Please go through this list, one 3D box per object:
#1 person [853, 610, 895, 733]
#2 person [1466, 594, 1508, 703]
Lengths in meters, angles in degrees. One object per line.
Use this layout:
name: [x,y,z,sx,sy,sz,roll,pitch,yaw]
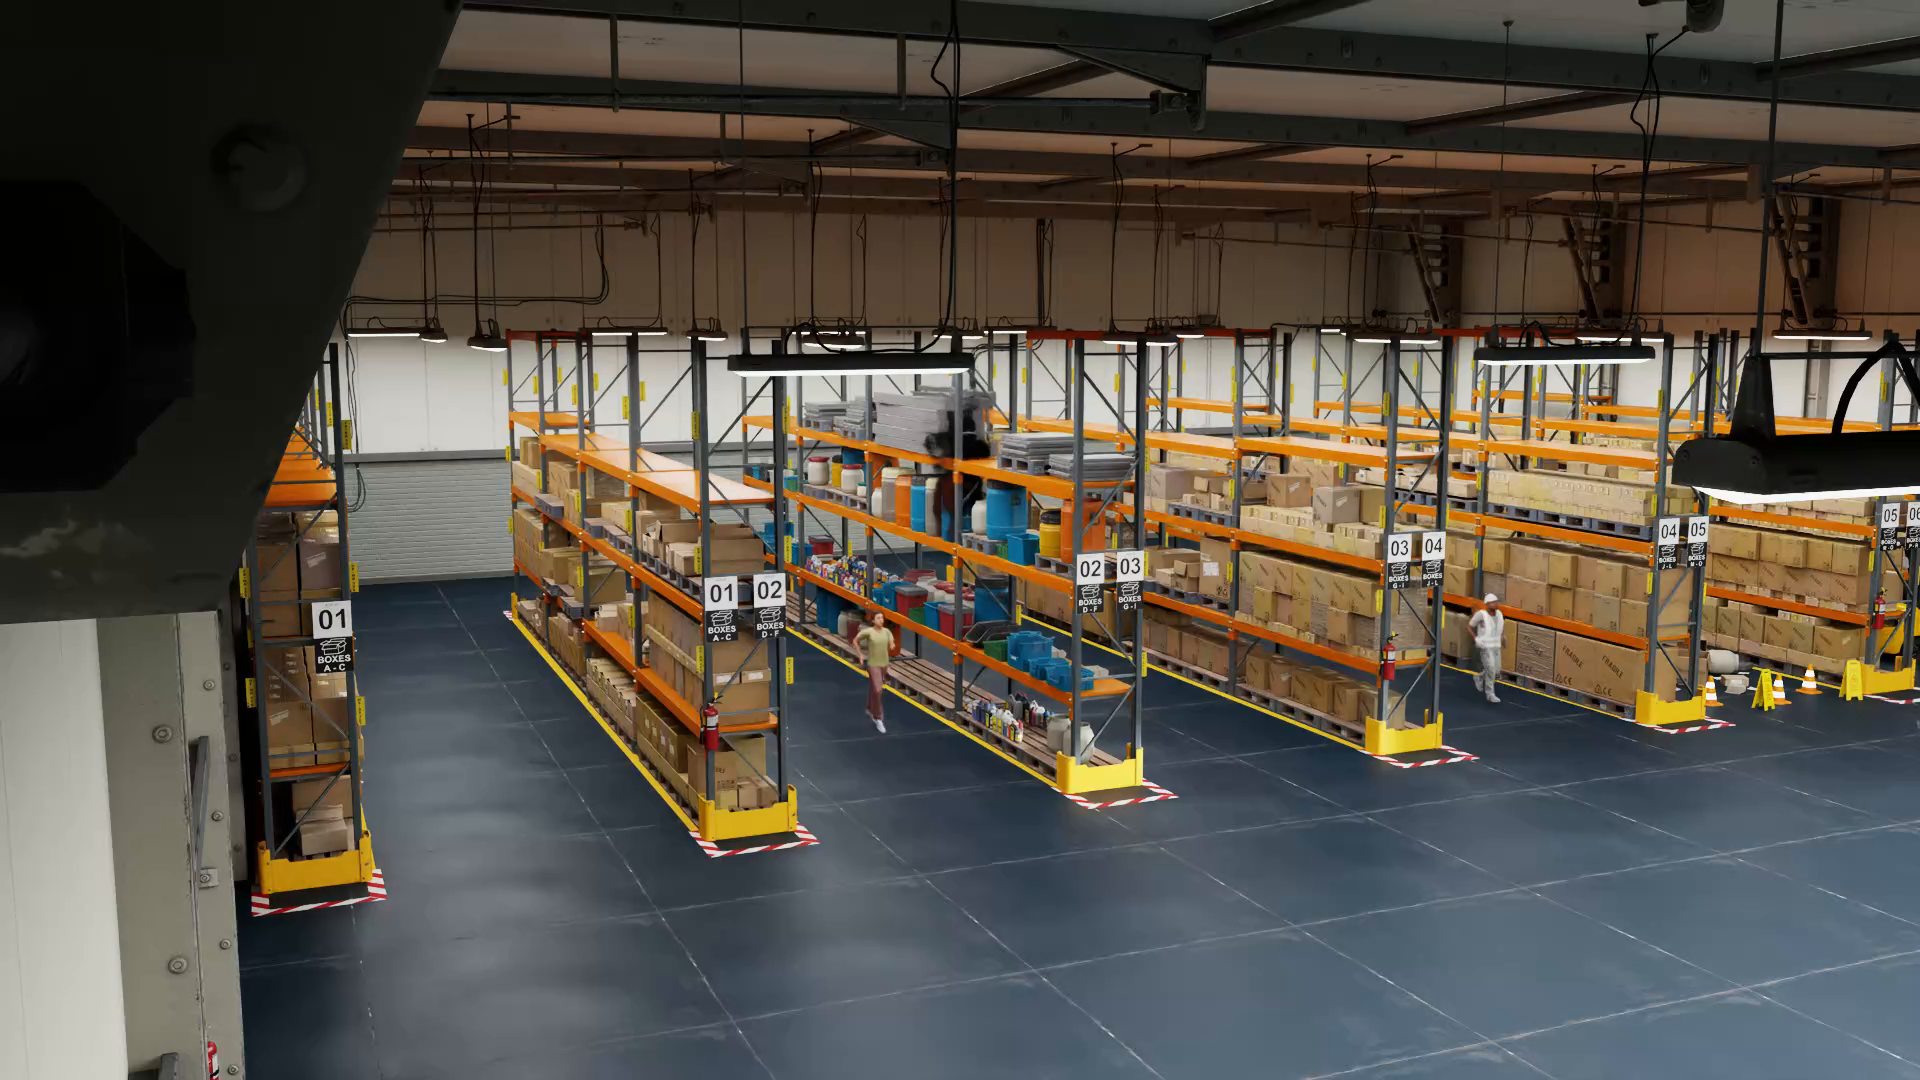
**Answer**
person: [-1.215,1.906,24.473,0.544,1.775,0.706,-6,10,-38]
person: [8.658,1.748,27.336,0.708,1.757,0.749,-3,9,-24]
